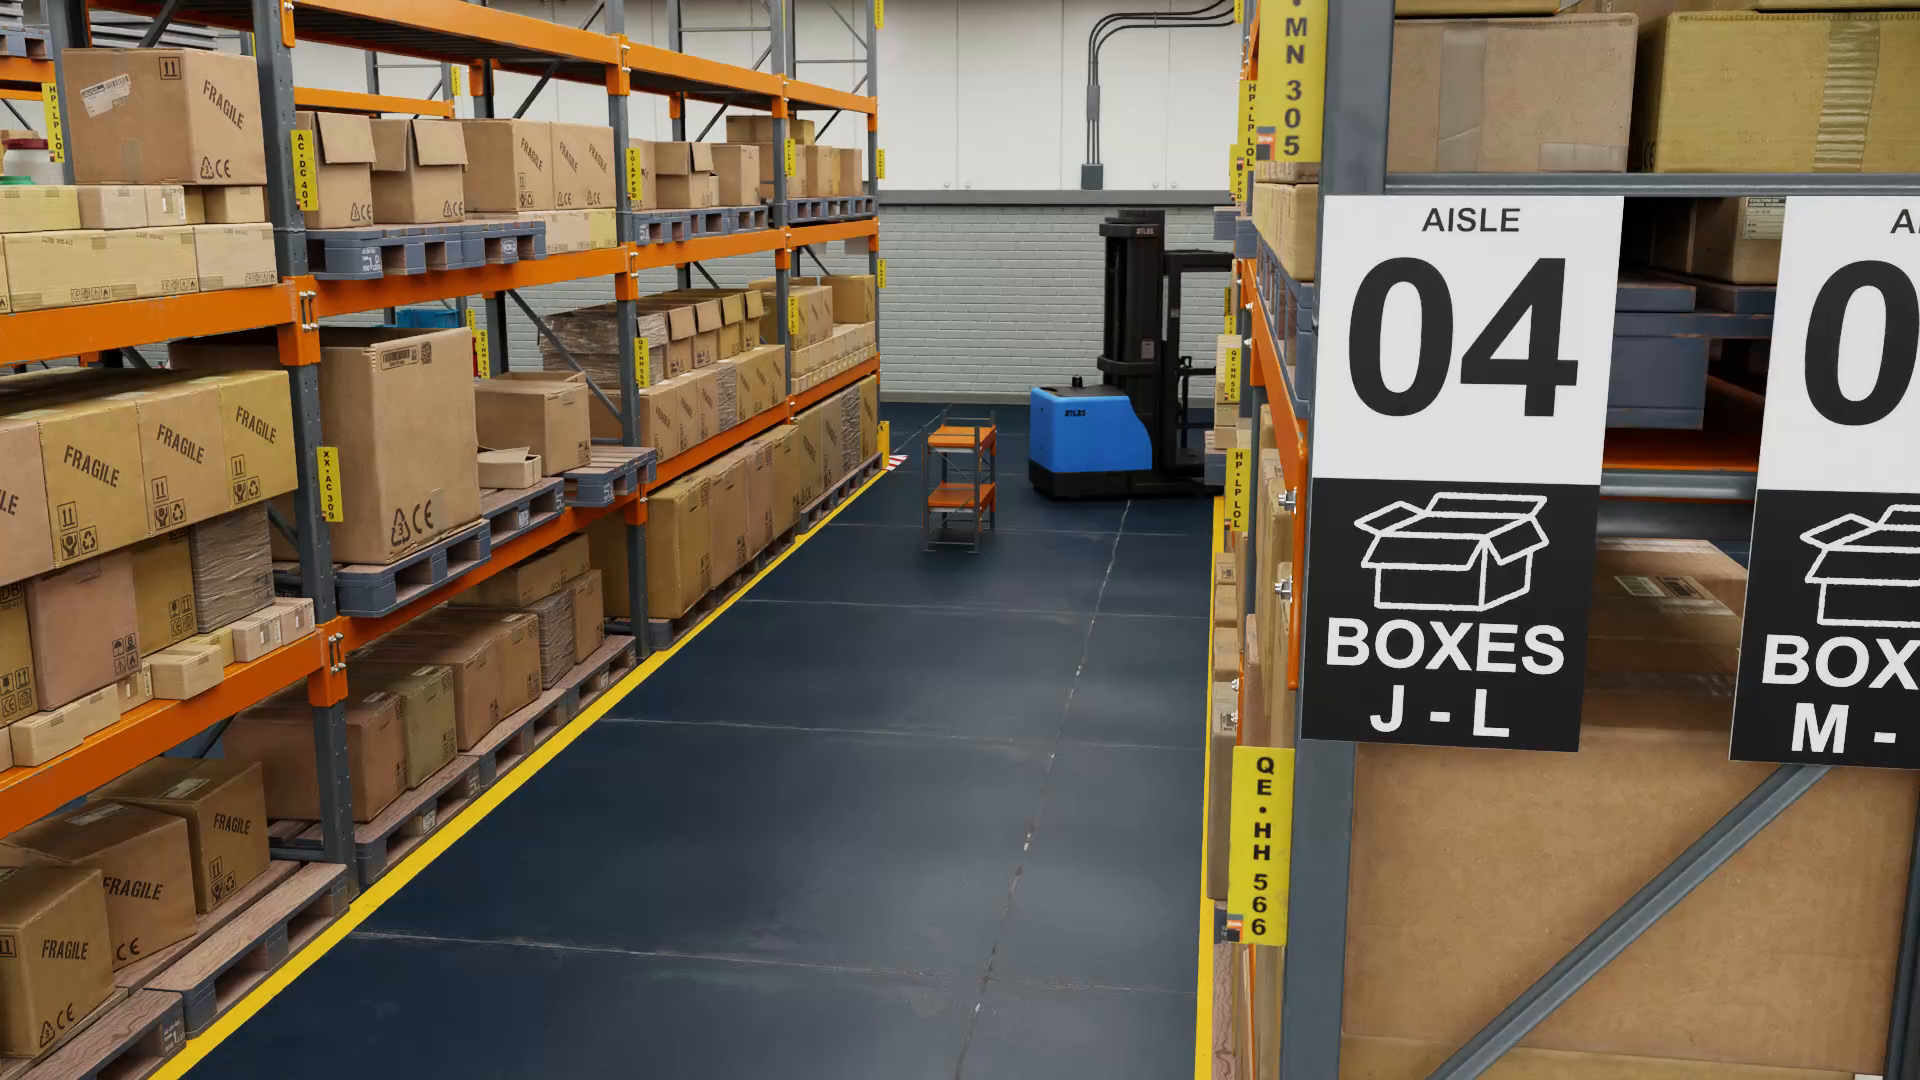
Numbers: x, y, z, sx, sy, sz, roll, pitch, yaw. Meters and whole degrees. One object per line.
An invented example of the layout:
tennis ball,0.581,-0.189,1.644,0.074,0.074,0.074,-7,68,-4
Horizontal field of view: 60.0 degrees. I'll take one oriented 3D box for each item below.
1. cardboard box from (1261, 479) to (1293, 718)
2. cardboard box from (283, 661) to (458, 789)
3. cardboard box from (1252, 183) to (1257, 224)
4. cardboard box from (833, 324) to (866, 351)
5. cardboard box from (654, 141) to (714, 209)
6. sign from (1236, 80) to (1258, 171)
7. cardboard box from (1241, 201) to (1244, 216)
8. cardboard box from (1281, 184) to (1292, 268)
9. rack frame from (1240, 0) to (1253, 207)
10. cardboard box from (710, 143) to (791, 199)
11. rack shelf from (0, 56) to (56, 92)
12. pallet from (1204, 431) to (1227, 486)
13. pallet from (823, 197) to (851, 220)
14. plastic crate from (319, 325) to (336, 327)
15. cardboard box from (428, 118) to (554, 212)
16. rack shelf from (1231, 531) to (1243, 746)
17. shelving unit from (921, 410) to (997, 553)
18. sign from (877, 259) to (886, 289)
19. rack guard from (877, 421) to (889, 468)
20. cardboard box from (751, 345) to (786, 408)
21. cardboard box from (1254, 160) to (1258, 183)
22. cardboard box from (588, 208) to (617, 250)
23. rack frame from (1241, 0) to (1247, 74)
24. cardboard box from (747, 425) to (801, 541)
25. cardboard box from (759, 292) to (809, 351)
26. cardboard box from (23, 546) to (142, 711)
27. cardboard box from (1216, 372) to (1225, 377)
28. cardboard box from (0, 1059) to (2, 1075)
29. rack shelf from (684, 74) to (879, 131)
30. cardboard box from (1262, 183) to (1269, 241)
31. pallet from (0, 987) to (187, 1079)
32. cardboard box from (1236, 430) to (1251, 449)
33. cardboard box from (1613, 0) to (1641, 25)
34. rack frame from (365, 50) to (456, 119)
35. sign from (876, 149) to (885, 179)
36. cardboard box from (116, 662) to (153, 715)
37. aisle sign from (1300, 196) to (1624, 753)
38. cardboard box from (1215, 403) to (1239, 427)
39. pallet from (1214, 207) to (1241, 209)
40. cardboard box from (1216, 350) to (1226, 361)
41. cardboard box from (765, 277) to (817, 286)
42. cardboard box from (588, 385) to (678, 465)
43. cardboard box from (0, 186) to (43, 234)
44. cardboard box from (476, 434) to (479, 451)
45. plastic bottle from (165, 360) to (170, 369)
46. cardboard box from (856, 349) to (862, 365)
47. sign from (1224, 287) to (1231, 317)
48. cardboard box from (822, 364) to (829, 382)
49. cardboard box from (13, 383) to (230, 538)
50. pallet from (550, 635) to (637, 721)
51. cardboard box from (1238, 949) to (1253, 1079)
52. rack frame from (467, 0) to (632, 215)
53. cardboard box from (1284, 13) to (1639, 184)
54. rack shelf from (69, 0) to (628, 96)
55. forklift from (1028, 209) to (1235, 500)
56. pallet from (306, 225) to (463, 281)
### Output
cardboard box,1.268,0.160,4.467,0.875,0.550,0.500,2,12,9
cardboard box,-3.057,0.948,8.618,0.700,0.500,0.500,2,12,8
cardboard box,1.229,-1.184,5.866,0.380,0.149,0.250,2,12,8
cardboard box,-1.310,-2.188,17.931,0.500,0.250,0.500,2,12,8
cardboard box,-2.356,-2.813,12.823,0.797,0.503,0.637,2,12,8
sign,1.083,-1.539,6.179,0.100,0.325,0.005,2,12,9
cardboard box,2.137,-2.230,11.122,0.500,0.500,0.500,2,12,9
cardboard box,0.762,-0.549,2.918,0.380,0.149,0.250,2,12,9
rack frame,2.851,-4.249,13.606,1.000,3.000,0.127,2,12,9
cardboard box,-1.973,-3.432,15.465,0.700,0.500,0.500,1,12,5
rack shelf,-7.236,-3.628,13.380,1.077,0.370,4.000,2,12,9
pallet,2.240,-0.542,11.099,1.213,0.211,1.003,2,12,9
pallet,-1.708,-3.344,16.738,1.003,0.211,1.213,2,12,9
plastic crate,-6.543,-1.897,16.638,0.402,0.464,0.583,2,12,9
cardboard box,-2.635,-2.108,9.367,0.500,0.500,0.500,2,12,10
rack shelf,1.928,0.284,8.518,1.077,0.370,4.000,2,12,9
shelving unit,0.001,-0.551,15.138,0.538,1.125,1.048,2,12,9
sign,-0.885,-2.992,18.703,0.100,0.325,0.005,2,12,9
rack guard,-1.415,-1.114,19.231,1.175,0.500,0.348,2,12,9
cardboard box,-1.836,-1.441,14.578,0.500,0.500,0.500,2,12,9
cardboard box,1.269,-1.351,5.694,0.500,0.250,0.500,2,12,9
cardboard box,-2.480,-1.951,10.421,0.500,0.250,0.500,2,12,9
rack frame,3.466,-5.082,17.470,1.000,3.000,0.127,2,12,9
cardboard box,-2.113,-0.531,14.640,1.225,0.875,0.875,2,12,9
cardboard box,-1.708,-2.028,15.411,0.500,0.500,0.500,2,12,9
cardboard box,-3.484,0.275,5.911,0.875,0.500,0.500,2,12,9
cardboard box,1.899,-1.026,11.078,0.380,0.149,0.250,2,12,8
cardboard box,-3.594,1.632,5.494,0.500,0.500,0.500,3,13,14
rack shelf,-1.727,-4.300,16.499,1.077,0.370,4.000,2,12,9
cardboard box,0.995,-0.867,4.396,0.380,0.149,0.250,2,12,9
pallet,-3.518,1.926,5.812,1.003,0.211,1.213,2,12,9
cardboard box,1.825,-0.342,9.479,0.500,0.500,0.500,2,12,8
cardboard box,1.490,-1.023,3.226,0.380,0.149,0.250,2,12,9
rack frame,-6.313,-5.424,19.058,1.000,3.000,0.127,2,12,9
sign,-0.885,-4.171,18.449,0.100,0.325,0.005,2,12,9
cardboard box,-3.250,0.550,6.176,0.380,0.149,0.250,2,12,9
aisle sign,0.698,-0.084,2.349,0.394,0.787,0.004,2,12,9
cardboard box,1.862,-0.829,10.871,0.380,0.149,0.250,2,12,10
pallet,2.651,-2.566,13.361,1.213,0.211,1.003,2,12,9
cardboard box,2.138,-1.353,12.597,0.380,0.149,0.250,2,12,11
cardboard box,-1.836,-2.574,17.944,0.500,0.500,0.500,2,12,7
cardboard box,-2.306,-0.807,11.636,0.500,0.500,0.500,2,12,10
cardboard box,-3.227,-1.069,5.380,0.380,0.149,0.250,2,12,11
cardboard box,-3.089,-0.452,8.987,0.797,0.503,0.637,3,13,14
plastic bottle,-7.309,-1.563,15.501,0.144,0.351,0.185,2,12,9
cardboard box,-1.266,-1.965,17.842,0.380,0.149,0.250,2,12,10
sign,2.930,-2.590,18.092,0.100,0.325,0.005,2,12,9
cardboard box,-1.502,-1.644,16.353,0.380,0.149,0.250,2,12,8
cardboard box,-3.137,-0.309,6.247,0.500,0.500,0.500,2,12,9
pallet,-2.771,0.860,10.757,1.003,0.211,1.213,2,12,9
cardboard box,1.178,1.689,4.342,0.875,0.875,0.875,2,12,8
rack frame,-2.649,-3.598,10.585,1.000,3.000,0.127,2,12,9
cardboard box,0.805,-0.722,2.775,0.500,0.250,0.500,2,12,9
rack shelf,-2.957,-2.635,8.772,1.077,0.370,4.000,2,12,9
forklift,2.307,-1.985,17.505,3.031,2.935,1.130,-3,12,-13
pallet,-3.064,-1.332,7.638,1.213,0.211,1.003,2,12,9
